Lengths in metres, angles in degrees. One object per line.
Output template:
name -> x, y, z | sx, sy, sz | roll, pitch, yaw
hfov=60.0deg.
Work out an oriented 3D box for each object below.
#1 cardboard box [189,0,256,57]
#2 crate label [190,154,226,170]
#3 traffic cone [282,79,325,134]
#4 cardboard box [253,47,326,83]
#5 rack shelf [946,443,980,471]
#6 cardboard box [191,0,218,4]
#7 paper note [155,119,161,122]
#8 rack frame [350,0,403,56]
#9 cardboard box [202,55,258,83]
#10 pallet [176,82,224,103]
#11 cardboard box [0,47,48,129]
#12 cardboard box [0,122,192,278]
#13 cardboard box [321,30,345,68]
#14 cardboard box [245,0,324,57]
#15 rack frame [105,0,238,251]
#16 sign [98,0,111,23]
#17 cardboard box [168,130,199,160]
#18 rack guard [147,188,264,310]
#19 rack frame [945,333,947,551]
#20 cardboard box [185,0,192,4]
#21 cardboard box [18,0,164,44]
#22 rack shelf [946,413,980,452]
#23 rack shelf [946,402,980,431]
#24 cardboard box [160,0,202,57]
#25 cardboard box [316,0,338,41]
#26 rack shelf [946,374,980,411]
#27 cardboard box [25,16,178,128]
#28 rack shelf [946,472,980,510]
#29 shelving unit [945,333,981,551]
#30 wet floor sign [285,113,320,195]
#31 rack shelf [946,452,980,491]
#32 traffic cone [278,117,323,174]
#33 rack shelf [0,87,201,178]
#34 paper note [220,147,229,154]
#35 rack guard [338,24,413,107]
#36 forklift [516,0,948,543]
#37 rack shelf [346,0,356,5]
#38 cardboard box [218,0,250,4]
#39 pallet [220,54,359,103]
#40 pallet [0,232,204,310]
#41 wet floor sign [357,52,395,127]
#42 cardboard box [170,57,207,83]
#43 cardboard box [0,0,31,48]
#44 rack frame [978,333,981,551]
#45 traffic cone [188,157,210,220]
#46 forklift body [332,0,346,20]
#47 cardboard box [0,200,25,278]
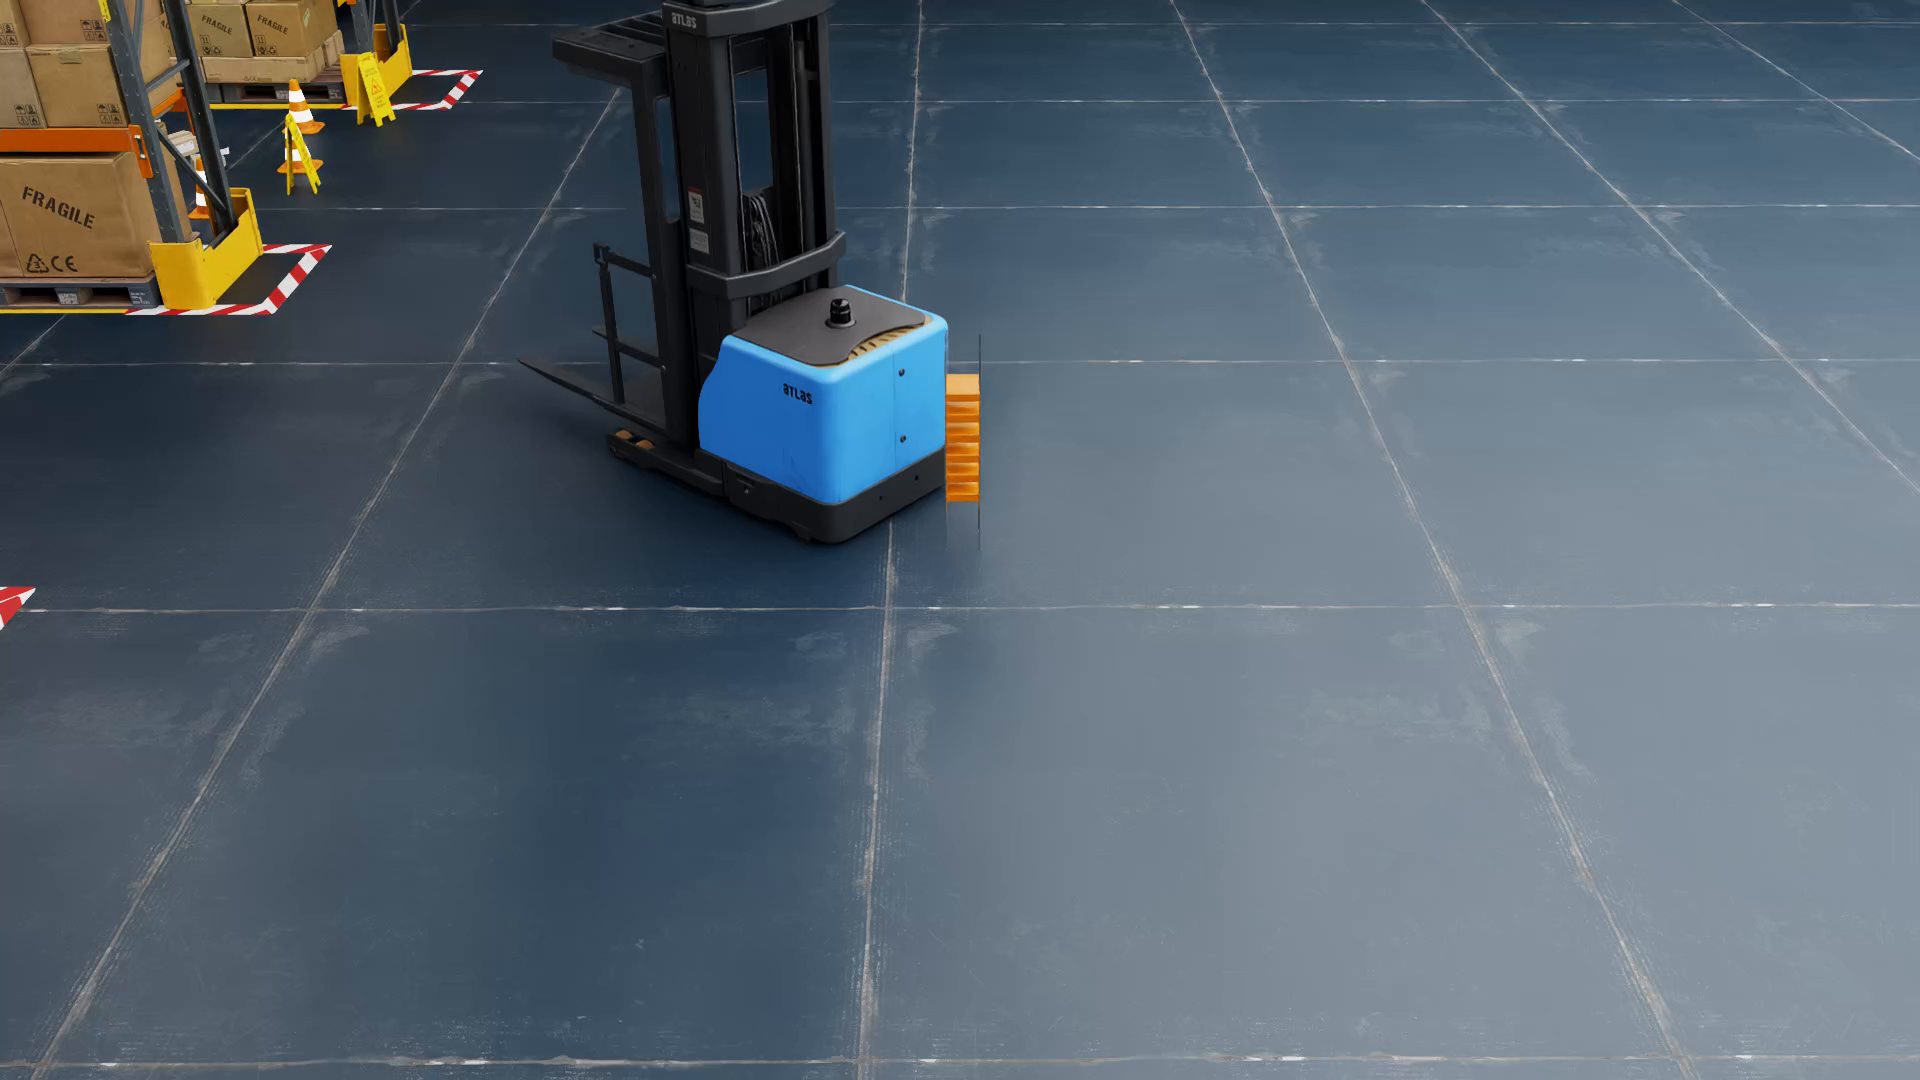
cardboard box -> -7.061, -4.996, 16.116 | 0.500, 0.500, 0.500 | 1, 31, 2
crate label -> -6.601, -3.309, 14.572 | 0.298, 0.136, 0.250 | -17, 35, -26
traffic cone -> -6.162, -4.058, 15.492 | 0.334, 0.463, 0.336 | 0, 31, 0
cardboard box -> -6.571, -4.674, 16.309 | 0.500, 0.250, 0.500 | 0, 31, -1
rack shelf -> 0.014, -0.475, 8.962 | 0.180, 0.103, 0.258 | 0, 31, 0
cardboard box -> -7.158, -5.242, 15.895 | 0.250, 0.149, 0.380 | 0, 31, 1
paper note -> -7.644, -3.949, 15.729 | 0.148, 0.019, 0.142 | -11, 33, -17
rack frame -> -5.740, -5.813, 15.939 | 0.127, 3.000, 1.000 | 0, 31, 0
cardboard box -> -7.065, -4.677, 16.313 | 0.500, 0.250, 0.500 | 0, 31, 0
pallet -> -7.846, -4.634, 16.684 | 1.213, 0.211, 1.003 | 0, 31, 0
cardboard box -> -6.530, -3.272, 11.606 | 0.550, 0.550, 0.875 | 0, 31, 0
cardboard box -> -6.287, -2.480, 12.089 | 0.875, 0.875, 0.875 | 0, 31, 0
cardboard box -> -6.548, -4.958, 16.775 | 0.500, 0.250, 0.500 | 0, 31, -1
cardboard box -> -6.540, -4.999, 16.121 | 0.500, 0.500, 0.500 | 0, 31, 0
rack frame -> -5.609, -3.245, 11.707 | 0.127, 3.000, 1.000 | 0, 31, 0
sign -> -5.620, -3.560, 10.881 | 0.005, 0.325, 0.100 | 0, 31, 0
cardboard box -> -7.038, -3.542, 14.944 | 0.250, 0.149, 0.380 | 16, 35, 25
rack guard -> -5.585, -2.177, 12.356 | 0.348, 0.500, 1.175 | 0, 31, 0
rack frame -> -0.077, -0.513, 8.938 | 0.006, 1.200, 0.240 | 0, 31, 0
cardboard box -> -7.421, -5.242, 15.895 | 0.250, 0.149, 0.380 | 1, 31, 2
cardboard box -> -5.980, -3.790, 11.419 | 0.550, 0.550, 0.875 | 0, 31, 0
rack shelf -> 0.014, -0.578, 8.900 | 0.180, 0.103, 0.258 | 0, 31, 0
rack shelf -> 0.014, -0.680, 8.837 | 0.180, 0.103, 0.258 | 0, 31, 0
cardboard box -> -7.566, -4.998, 16.119 | 0.500, 0.500, 0.500 | -1, 31, -1
cardboard box -> -6.572, -5.278, 16.580 | 0.500, 0.500, 0.500 | -1, 31, -2
rack shelf -> 0.014, -0.783, 8.775 | 0.180, 0.103, 0.258 | 0, 31, 0
cardboard box -> -5.980, -3.285, 11.628 | 0.550, 0.550, 0.875 | 0, 31, 0
rack shelf -> 0.014, -0.270, 9.086 | 0.180, 0.103, 0.258 | 0, 31, 0
shelving unit -> 0.014, -0.513, 8.939 | 0.189, 1.200, 0.258 | 0, 31, 0
wet floor sign -> -5.592, -3.266, 14.011 | 0.232, 0.644, 0.267 | -5, 32, -9
rack shelf -> 0.014, -0.372, 9.024 | 0.180, 0.103, 0.258 | 0, 31, 0
traffic cone -> -5.816, -3.483, 14.544 | 0.334, 0.463, 0.336 | 0, 31, 0
rack shelf -> -7.609, -2.932, 11.883 | 4.000, 0.370, 1.077 | 0, 31, 0
paper note -> -6.673, -3.508, 15.002 | 0.142, 0.019, 0.148 | -11, 33, -17
rack guard -> -5.816, -4.744, 16.587 | 0.348, 0.500, 1.175 | 0, 31, 0
forklift -> -1.503, -1.868, 9.503 | 3.031, 2.935, 1.130 | 24, 38, 33
rack shelf -> -7.740, -5.499, 16.115 | 4.000, 0.370, 1.077 | 0, 31, 0
cardboard box -> -6.906, -5.241, 15.894 | 0.250, 0.149, 0.380 | 1, 31, 1
pallet -> -6.629, -4.636, 16.688 | 1.213, 0.211, 1.003 | 0, 31, 0
pallet -> -6.408, -2.010, 12.360 | 1.213, 0.211, 1.003 | 0, 31, 0
wet floor sign -> -5.544, -4.252, 15.635 | 0.232, 0.644, 0.267 | 10, 33, 17
cardboard box -> -7.588, -4.673, 16.305 | 0.500, 0.250, 0.500 | -1, 31, -2
cardboard box -> -6.530, -3.740, 11.338 | 0.550, 0.550, 0.875 | 0, 31, 0
rack frame -> 0.106, -0.513, 8.939 | 0.006, 1.200, 0.240 | 0, 31, 0
traffic cone -> -6.149, -2.896, 13.576 | 0.334, 0.463, 0.336 | 0, 31, 0
forklift body -> -7.659, -7.072, 18.833 | 1.214, 2.155, 2.313 | 0, 31, 0
cardboard box -> -7.167, -2.476, 12.083 | 0.875, 0.875, 0.875 | -1, 31, -1
